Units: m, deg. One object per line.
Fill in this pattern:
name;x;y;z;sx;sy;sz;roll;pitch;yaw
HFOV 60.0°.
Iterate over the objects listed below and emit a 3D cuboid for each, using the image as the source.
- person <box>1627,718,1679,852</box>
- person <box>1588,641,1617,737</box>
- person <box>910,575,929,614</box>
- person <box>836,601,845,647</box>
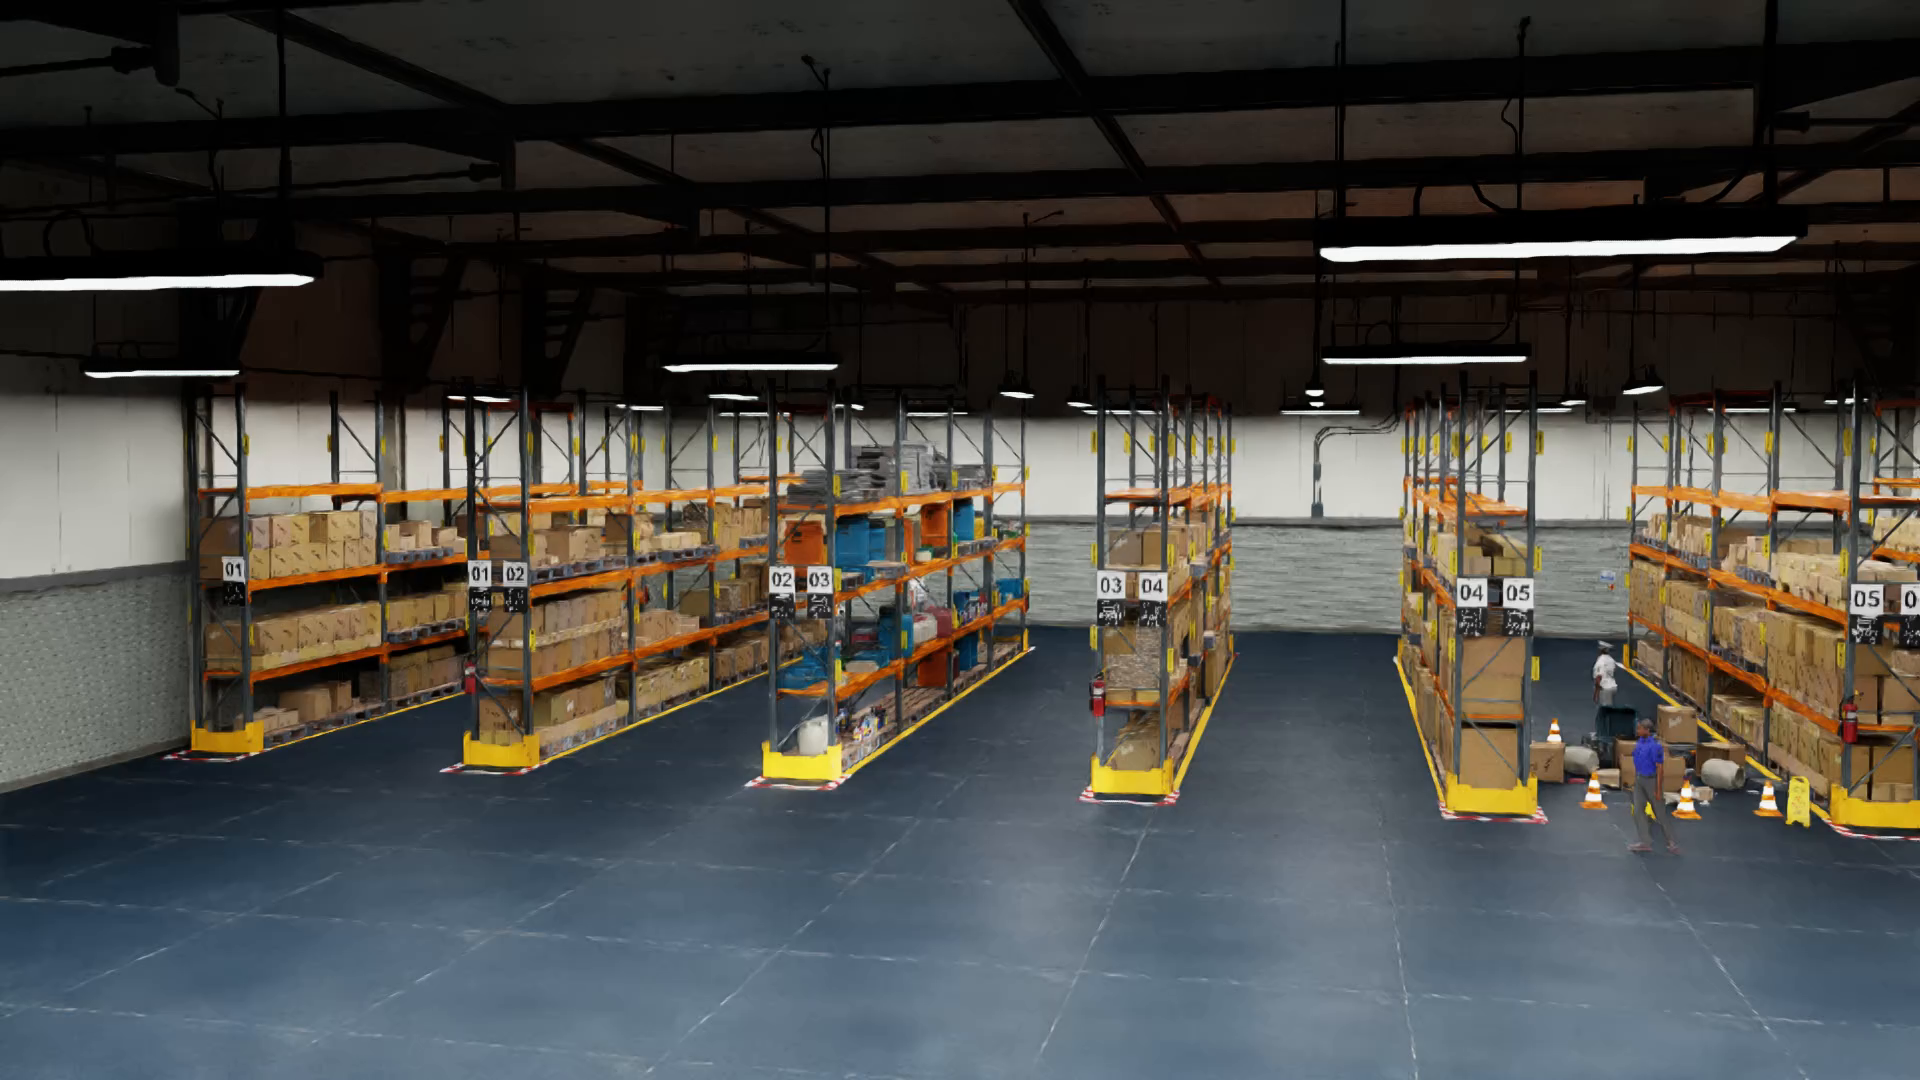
person;8.563;3.014;20.511;0.528;1.651;0.570;-1;3;-14
person;10.879;2.547;28.141;0.548;1.663;0.575;3;4;42
person;-1.058;1.592;44.076;0.748;1.757;0.552;-3;5;-44
person;-2.754;2.024;37.852;0.488;1.590;1.089;1;3;10
